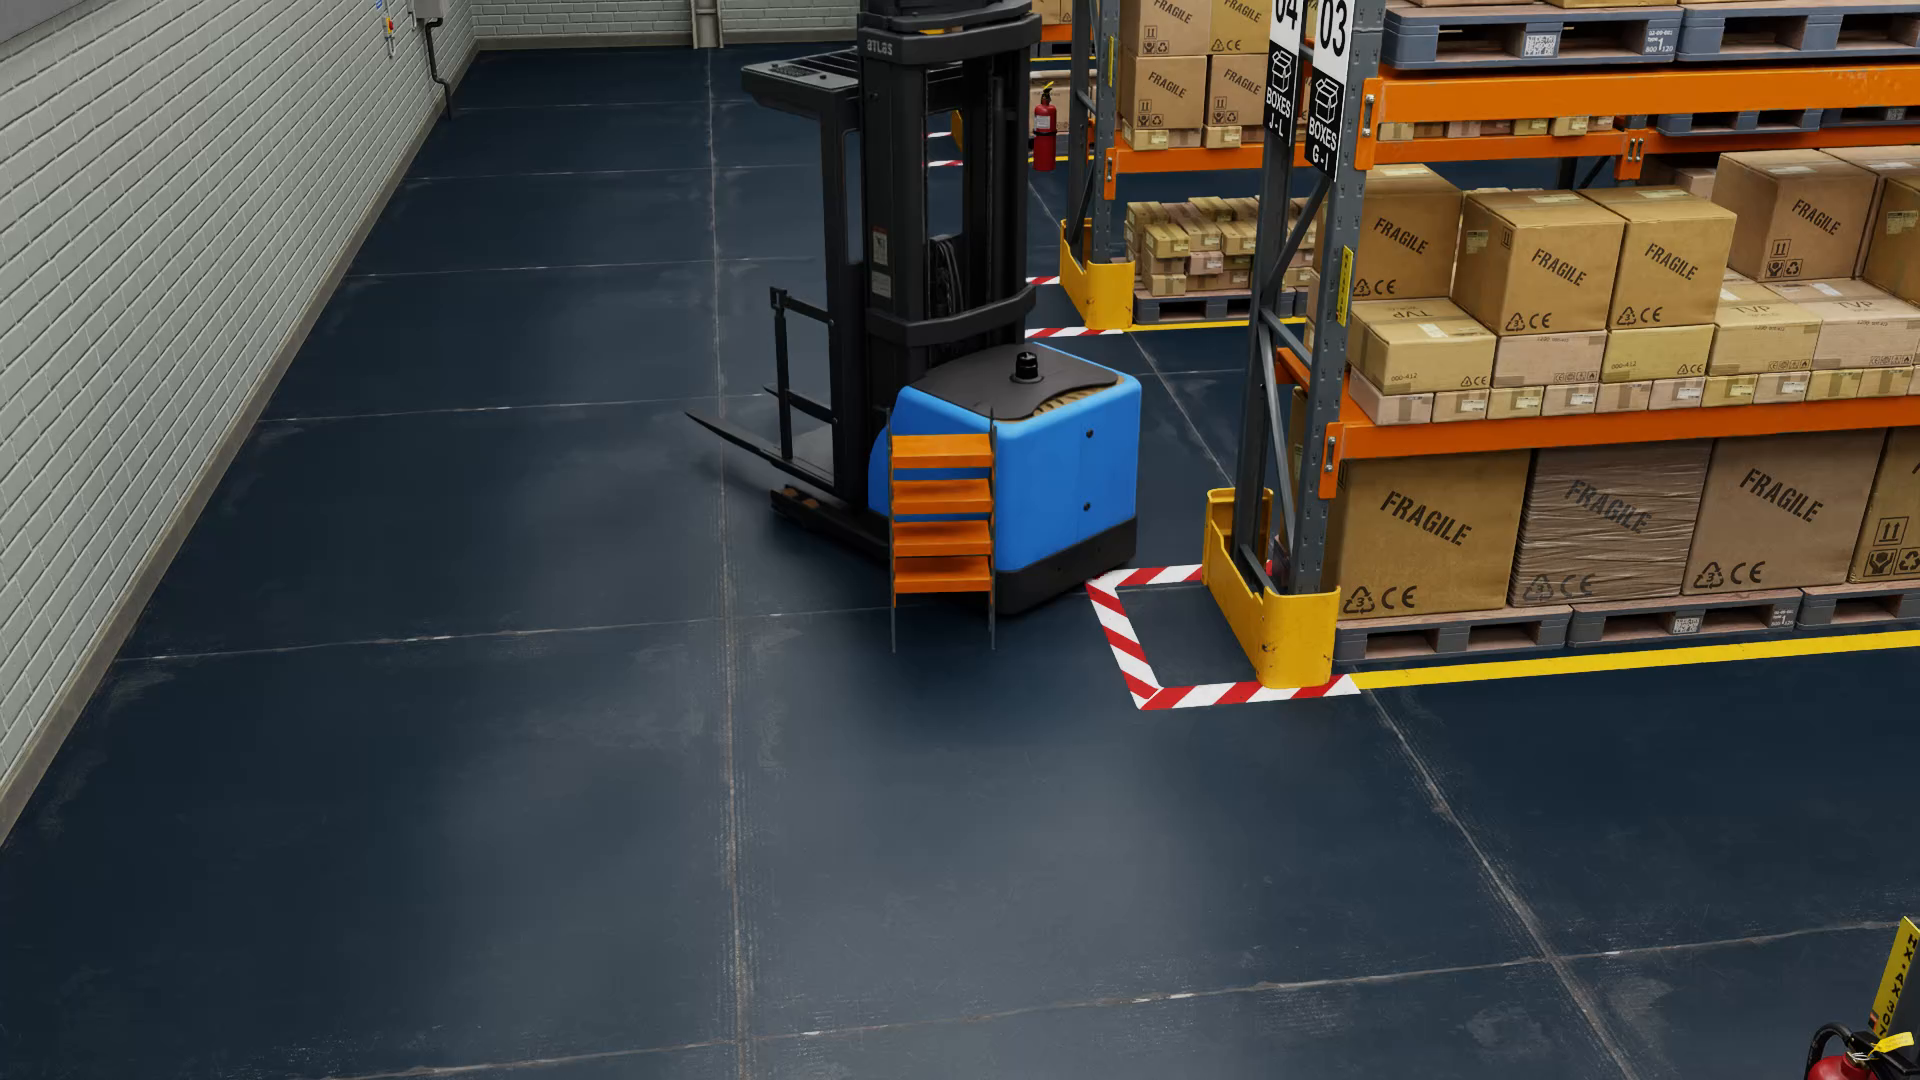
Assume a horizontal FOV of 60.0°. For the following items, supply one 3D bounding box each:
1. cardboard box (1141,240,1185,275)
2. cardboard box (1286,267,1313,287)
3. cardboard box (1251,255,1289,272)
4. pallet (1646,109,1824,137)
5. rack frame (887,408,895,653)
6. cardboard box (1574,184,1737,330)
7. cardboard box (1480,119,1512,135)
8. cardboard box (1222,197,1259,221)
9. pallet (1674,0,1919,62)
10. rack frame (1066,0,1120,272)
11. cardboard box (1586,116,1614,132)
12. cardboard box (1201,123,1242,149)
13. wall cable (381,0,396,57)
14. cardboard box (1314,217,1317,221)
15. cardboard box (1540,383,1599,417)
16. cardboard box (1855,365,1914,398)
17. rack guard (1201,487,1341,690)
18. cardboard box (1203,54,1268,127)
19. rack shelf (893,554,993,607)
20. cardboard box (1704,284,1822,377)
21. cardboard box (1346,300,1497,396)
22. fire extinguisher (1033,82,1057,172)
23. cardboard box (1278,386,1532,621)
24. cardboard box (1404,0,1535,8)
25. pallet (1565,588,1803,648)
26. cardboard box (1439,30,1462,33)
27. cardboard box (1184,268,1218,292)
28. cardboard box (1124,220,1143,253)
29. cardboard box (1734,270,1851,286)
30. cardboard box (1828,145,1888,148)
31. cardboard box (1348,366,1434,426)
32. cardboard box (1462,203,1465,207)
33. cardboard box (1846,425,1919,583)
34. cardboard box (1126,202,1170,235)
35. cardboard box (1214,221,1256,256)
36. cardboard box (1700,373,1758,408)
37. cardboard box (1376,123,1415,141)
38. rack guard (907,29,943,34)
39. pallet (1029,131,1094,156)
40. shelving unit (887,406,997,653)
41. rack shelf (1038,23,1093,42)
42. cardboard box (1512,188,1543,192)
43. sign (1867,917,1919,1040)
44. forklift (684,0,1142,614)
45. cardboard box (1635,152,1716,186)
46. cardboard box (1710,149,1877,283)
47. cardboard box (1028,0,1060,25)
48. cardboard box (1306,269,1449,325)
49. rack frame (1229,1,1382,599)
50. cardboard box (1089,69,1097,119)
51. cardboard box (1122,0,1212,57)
[{"bbox_3d":[1.513,-2.117,12.426,0.250,0.149,0.380,-3,27,-5],"label":"cardboard box"},{"bbox_3d":[2.522,-2.054,12.630,0.250,0.149,0.380,-4,27,-7],"label":"cardboard box"},{"bbox_3d":[2.291,-2.131,12.455,0.250,0.149,0.380,-3,27,-6],"label":"cardboard box"},{"bbox_3d":[5.696,-3.300,12.607,1.213,0.211,1.003,-4,27,-7],"label":"pallet"},{"bbox_3d":[-0.332,-0.034,8.001,0.015,1.200,0.240,-1,27,-3],"label":"rack frame"},{"bbox_3d":[3.069,-1.275,7.466,0.500,0.500,0.500,-4,27,-9],"label":"cardboard box"},{"bbox_3d":[3.891,-3.126,12.332,0.250,0.149,0.380,-4,27,-9],"label":"cardboard box"},{"bbox_3d":[2.208,-2.532,12.909,0.250,0.149,0.380,-5,28,-9],"label":"cardboard box"},{"bbox_3d":[3.493,-2.326,7.309,1.213,0.211,1.003,-4,27,-7],"label":"pallet"},{"bbox_3d":[0.958,-3.148,12.100,0.127,3.000,1.000,-4,27,-7],"label":"rack frame"},{"bbox_3d":[4.669,-3.167,12.412,0.250,0.149,0.380,-4,27,-8],"label":"cardboard box"},{"bbox_3d":[1.845,-2.937,11.963,0.250,0.149,0.380,-4,27,-9],"label":"cardboard box"},{"bbox_3d":[-5.412,-5.477,15.490,0.123,1.953,0.585,-4,27,-7],"label":"wall cable"},{"bbox_3d":[2.825,-2.304,12.466,0.250,0.149,0.380,-3,27,-6],"label":"cardboard box"},{"bbox_3d":[2.712,-0.712,7.627,0.250,0.149,0.380,-4,27,-8],"label":"cardboard box"},{"bbox_3d":[4.235,-0.809,7.817,0.250,0.149,0.380,-3,27,-6],"label":"cardboard box"},{"bbox_3d":[1.525,0.214,8.286,0.348,0.500,1.175,-4,27,-7],"label":"rack guard"},{"bbox_3d":[1.968,-3.274,11.911,0.500,0.500,0.500,-4,27,-7],"label":"cardboard box"},{"bbox_3d":[-0.088,0.197,8.135,0.480,0.148,0.258,-1,27,-3],"label":"rack shelf"},{"bbox_3d":[3.590,-0.976,7.705,0.500,0.250,0.500,-4,27,-8],"label":"cardboard box"},{"bbox_3d":[2.062,-0.874,7.506,0.500,0.250,0.500,-4,27,-8],"label":"cardboard box"},{"bbox_3d":[0.644,-3.141,12.579,0.183,0.674,0.296,-4,27,-7],"label":"fire extinguisher"},{"bbox_3d":[2.172,-0.218,8.257,0.875,0.875,0.875,-4,27,-7],"label":"cardboard box"},{"bbox_3d":[2.057,-2.567,7.003,0.500,0.500,0.700,-5,28,-10],"label":"cardboard box"},{"bbox_3d":[3.535,0.179,8.671,1.213,0.211,1.003,-4,27,-7],"label":"pallet"},{"bbox_3d":[3.471,-3.811,11.861,0.500,0.500,0.500,-3,27,-6],"label":"cardboard box"},{"bbox_3d":[1.769,-2.009,12.543,0.250,0.149,0.380,-4,27,-7],"label":"cardboard box"},{"bbox_3d":[1.441,-2.362,12.904,0.250,0.149,0.380,-4,27,-8],"label":"cardboard box"},{"bbox_3d":[4.003,-1.243,8.226,0.500,0.250,0.500,-3,27,-6],"label":"cardboard box"},{"bbox_3d":[7.170,-3.073,13.410,0.500,0.250,0.500,-3,27,-7],"label":"cardboard box"},{"bbox_3d":[1.947,-0.661,7.529,0.250,0.149,0.380,-3,27,-7],"label":"cardboard box"},{"bbox_3d":[3.769,-2.602,13.046,0.250,0.149,0.380,-4,27,-8],"label":"cardboard box"},{"bbox_3d":[4.845,-0.390,8.592,0.875,0.875,0.875,-4,27,-7],"label":"cardboard box"},{"bbox_3d":[1.447,-2.480,12.808,0.250,0.149,0.380,-3,27,-7],"label":"cardboard box"},{"bbox_3d":[2.048,-2.241,12.344,0.250,0.149,0.380,-4,27,-7],"label":"cardboard box"},{"bbox_3d":[3.470,-0.760,7.720,0.250,0.149,0.380,-4,27,-8],"label":"cardboard box"},{"bbox_3d":[3.131,-3.035,12.155,0.250,0.149,0.380,-3,27,-6],"label":"cardboard box"},{"bbox_3d":[-0.452,-6.516,21.402,0.348,0.500,1.175,-4,27,-7],"label":"rack guard"},{"bbox_3d":[0.949,-4.225,17.254,1.213,0.211,1.003,-4,27,-7],"label":"pallet"},{"bbox_3d":[-0.088,-0.040,8.013,0.503,1.200,0.258,-1,27,-3],"label":"shelving unit"},{"bbox_3d":[2.149,-5.187,16.861,4.000,0.370,1.077,-4,27,-7],"label":"rack shelf"},{"bbox_3d":[4.549,-2.658,13.155,0.250,0.149,0.380,-3,27,-5],"label":"cardboard box"},{"bbox_3d":[2.146,1.019,3.800,0.005,0.325,0.100,-4,27,-7],"label":"sign"},{"bbox_3d":[-0.430,-1.511,8.985,1.130,2.935,3.031,-23,35,-38],"label":"forklift"},{"bbox_3d":[5.621,-2.973,13.215,0.500,0.250,0.500,-4,27,-8],"label":"cardboard box"},{"bbox_3d":[3.997,-1.576,8.052,0.500,0.500,0.500,-5,28,-9],"label":"cardboard box"},{"bbox_3d":[0.684,-5.325,16.233,0.500,0.500,0.500,-4,27,-8],"label":"cardboard box"},{"bbox_3d":[1.992,-1.116,7.978,0.500,0.250,0.500,-4,27,-8],"label":"cardboard box"},{"bbox_3d":[1.549,-0.900,7.718,0.127,3.000,1.000,-4,27,-7],"label":"rack frame"},{"bbox_3d":[1.713,-4.576,17.229,0.875,0.438,0.875,-3,27,-6],"label":"cardboard box"},{"bbox_3d":[1.440,-3.679,11.603,0.500,0.500,0.500,-4,27,-7],"label":"cardboard box"}]
